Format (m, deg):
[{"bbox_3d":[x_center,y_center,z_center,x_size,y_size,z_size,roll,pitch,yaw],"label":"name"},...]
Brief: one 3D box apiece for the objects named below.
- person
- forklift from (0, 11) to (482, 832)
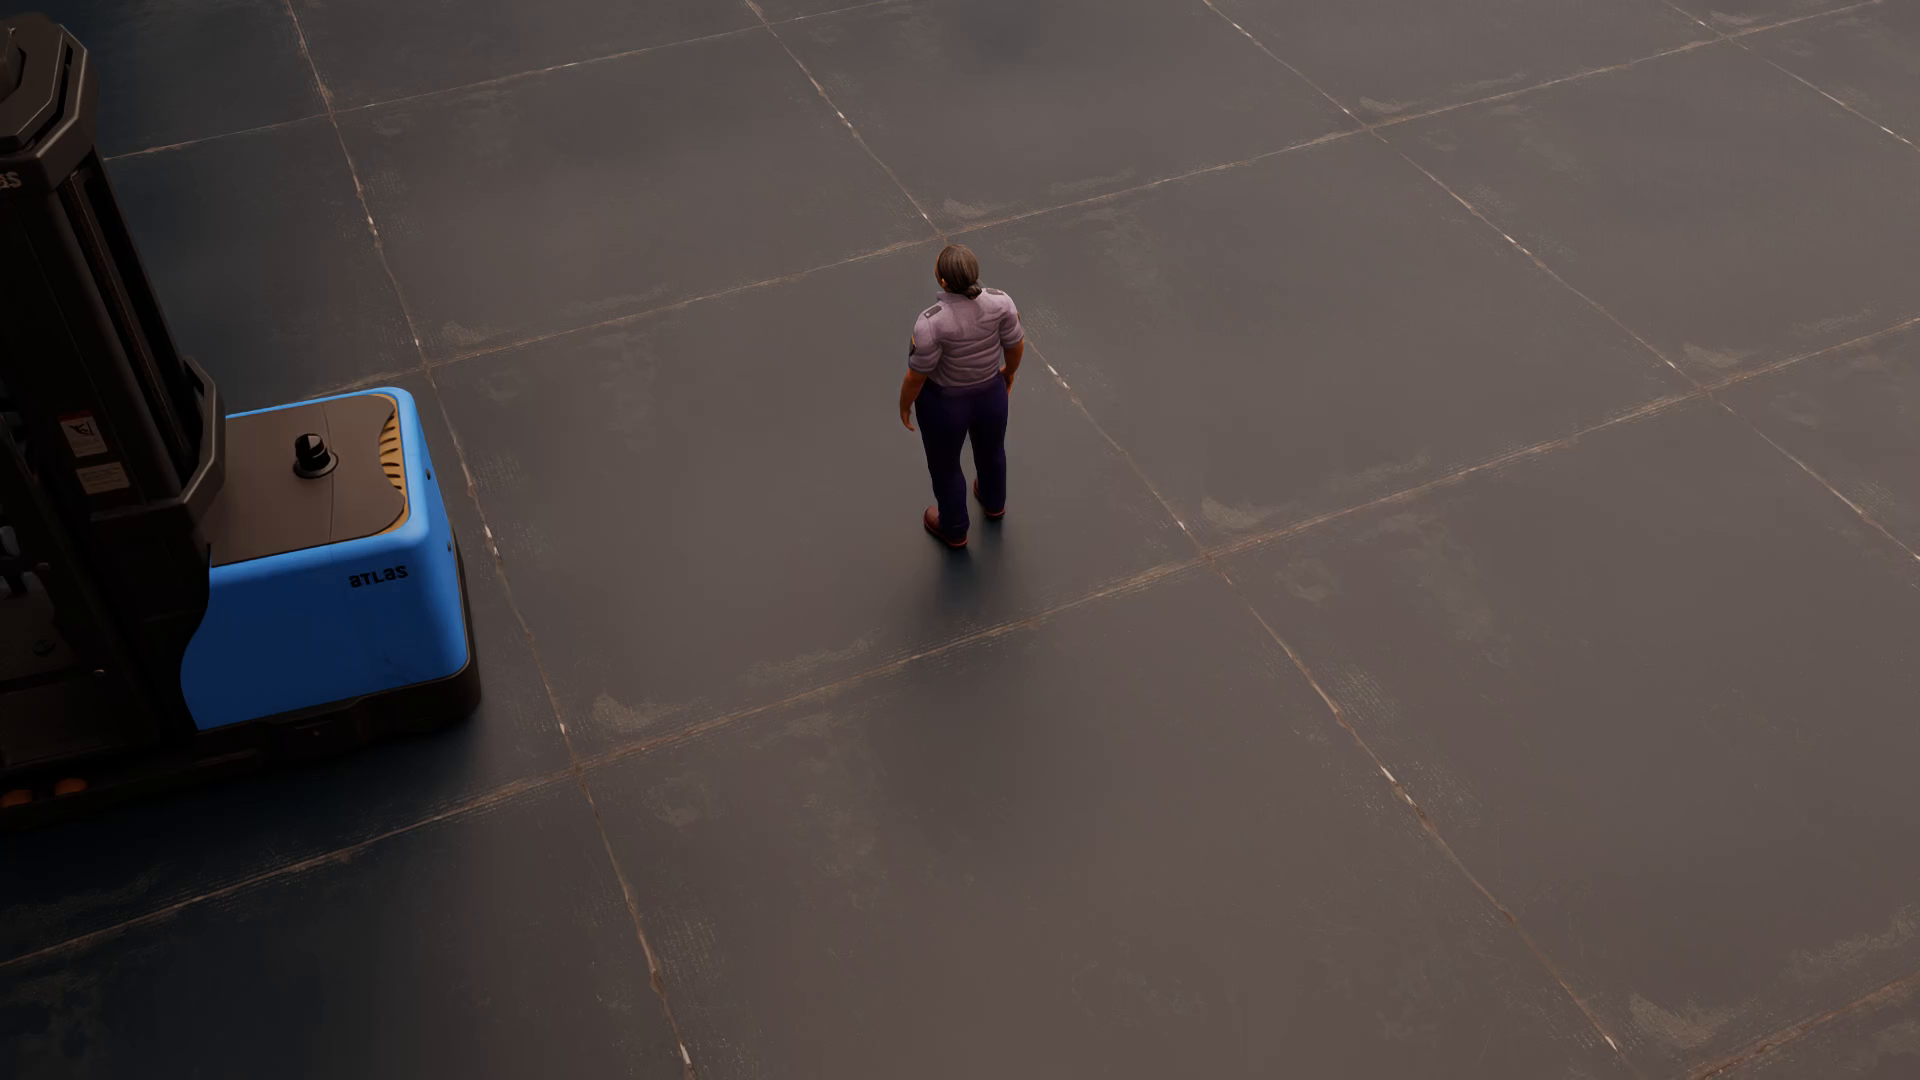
[{"bbox_3d":[-0.017,-0.669,7.327,0.599,1.650,0.503,-18,46,-18],"label":"person"},{"bbox_3d":[-3.592,-0.329,6.033,3.031,2.935,1.130,-12,44,-13],"label":"forklift"}]
